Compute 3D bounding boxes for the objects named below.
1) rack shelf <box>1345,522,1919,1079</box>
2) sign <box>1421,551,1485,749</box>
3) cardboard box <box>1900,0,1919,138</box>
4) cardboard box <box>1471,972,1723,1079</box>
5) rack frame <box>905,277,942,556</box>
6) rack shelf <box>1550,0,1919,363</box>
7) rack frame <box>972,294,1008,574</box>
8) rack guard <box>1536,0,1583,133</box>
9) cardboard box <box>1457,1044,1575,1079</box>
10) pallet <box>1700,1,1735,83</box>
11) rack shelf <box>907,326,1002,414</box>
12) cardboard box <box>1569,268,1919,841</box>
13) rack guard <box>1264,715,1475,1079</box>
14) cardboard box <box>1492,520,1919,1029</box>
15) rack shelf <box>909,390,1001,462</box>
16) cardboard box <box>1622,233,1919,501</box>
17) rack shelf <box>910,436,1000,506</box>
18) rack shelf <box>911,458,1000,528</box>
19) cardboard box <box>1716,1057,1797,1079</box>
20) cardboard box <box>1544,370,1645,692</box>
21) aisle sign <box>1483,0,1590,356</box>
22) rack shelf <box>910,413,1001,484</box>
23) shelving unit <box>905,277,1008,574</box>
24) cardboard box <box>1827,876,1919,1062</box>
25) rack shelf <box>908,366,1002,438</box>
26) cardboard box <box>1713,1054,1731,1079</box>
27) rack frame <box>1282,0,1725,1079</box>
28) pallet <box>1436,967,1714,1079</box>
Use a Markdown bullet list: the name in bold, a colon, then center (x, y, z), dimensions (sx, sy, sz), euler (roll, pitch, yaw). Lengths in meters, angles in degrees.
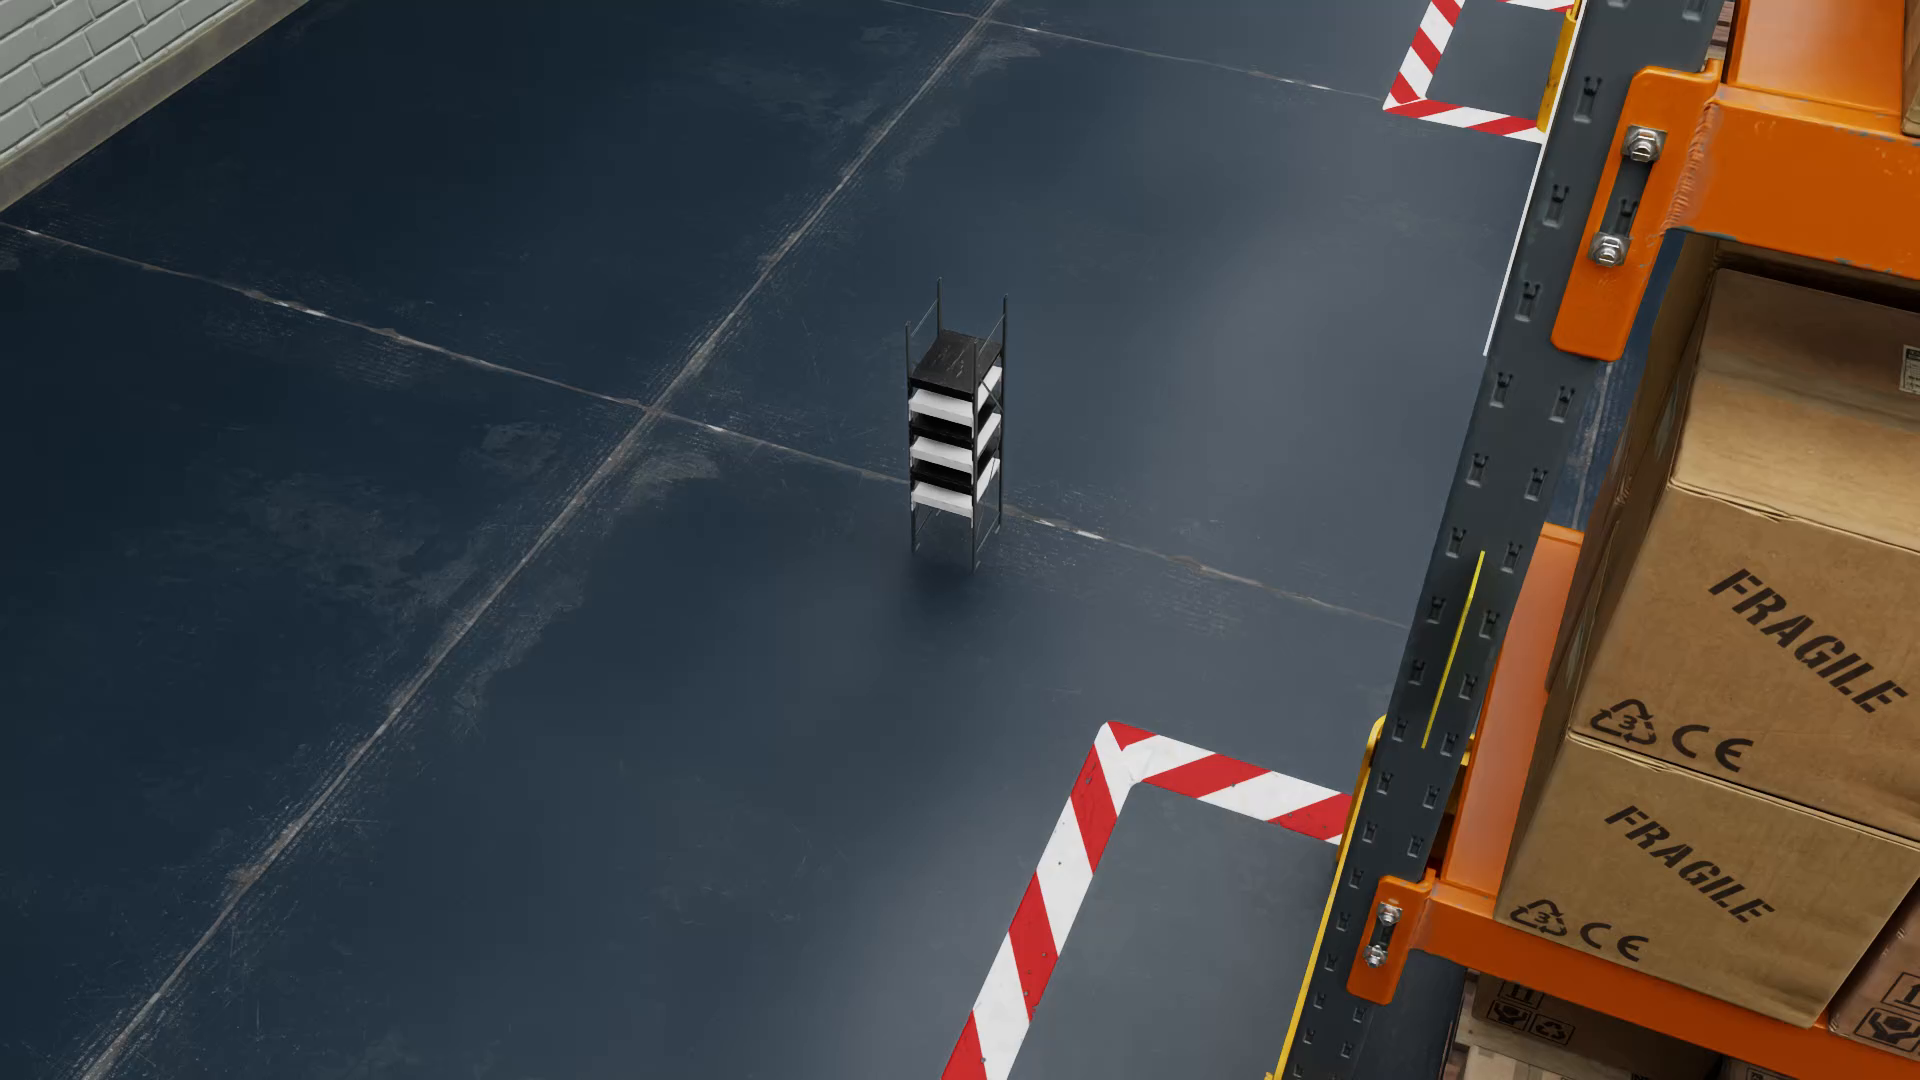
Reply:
- **rack shelf**: center (2.750, 0.910, 2.719), dimensions (4.000, 0.370, 1.077), euler (16, 47, 16)
- **sign**: center (0.696, 0.159, 2.350), dimensions (0.005, 0.325, 0.100), euler (16, 47, 16)
- **cardboard box**: center (1.281, -0.593, 1.699), dimensions (0.500, 0.250, 0.500), euler (16, 47, 16)
- **cardboard box**: center (1.501, 0.830, 3.750), dimensions (0.500, 0.500, 0.500), euler (16, 47, 16)
- **rack frame**: center (-0.101, -0.349, 4.963), dimensions (0.006, 0.900, 0.240), euler (16, 47, 16)
- **rack shelf**: center (2.750, -0.153, 1.661), dimensions (4.000, 0.370, 1.077), euler (16, 47, 16)
- **rack frame**: center (0.086, -0.294, 4.907), dimensions (0.006, 0.900, 0.240), euler (16, 47, 16)
- **rack guard**: center (2.788, -2.223, 7.130), dimensions (0.348, 0.500, 1.175), euler (16, 47, 16)
- **cardboard box**: center (1.159, 1.304, 3.522), dimensions (0.250, 0.149, 0.380), euler (16, 47, 16)
- **pallet**: center (3.561, -1.874, 6.983), dimensions (1.213, 0.211, 1.003), euler (16, 47, 16)
- **rack shelf**: center (-0.007, -0.489, 4.768), dimensions (0.200, 0.077, 0.258), euler (16, 47, 16)
- **cardboard box**: center (1.213, 0.014, 2.329), dimensions (0.500, 0.500, 0.500), euler (18, 48, 17)
- **rack guard**: center (0.975, 1.019, 3.872), dimensions (0.348, 0.500, 1.175), euler (16, 47, 16)
- **cardboard box**: center (1.213, 0.369, 2.682), dimensions (0.500, 0.500, 0.500), euler (17, 47, 17)
- **rack shelf**: center (-0.007, -0.361, 4.895), dimensions (0.200, 0.077, 0.258), euler (16, 47, 16)
- **cardboard box**: center (1.421, -0.336, 2.681), dimensions (0.500, 0.500, 0.500), euler (16, 47, 15)
- **rack shelf**: center (-0.007, -0.234, 5.022), dimensions (0.200, 0.077, 0.258), euler (16, 47, 16)
- **rack shelf**: center (-0.007, -0.170, 5.085), dimensions (0.200, 0.077, 0.258), euler (16, 47, 16)
- **cardboard box**: center (1.759, 1.399, 3.355), dimensions (0.500, 0.250, 0.500), euler (16, 47, 16)
- **cardboard box**: center (1.423, 0.021, 3.031), dimensions (0.500, 0.500, 0.500), euler (18, 48, 17)
- **aisle sign**: center (0.729, -0.637, 1.920), dimensions (0.004, 0.787, 0.394), euler (16, 47, 16)
- **rack shelf**: center (-0.007, -0.298, 4.958), dimensions (0.200, 0.077, 0.258), euler (16, 47, 16)
- **shelving unit**: center (-0.007, -0.321, 4.935), dimensions (0.210, 0.900, 0.258), euler (16, 47, 16)
- **cardboard box**: center (1.691, 0.505, 2.544), dimensions (0.500, 0.500, 0.500), euler (16, 47, 15)
- **rack shelf**: center (-0.007, -0.425, 4.831), dimensions (0.200, 0.077, 0.258), euler (16, 47, 16)
- **cardboard box**: center (1.840, 1.116, 3.698), dimensions (0.250, 0.166, 0.380), euler (16, 47, 16)
- **rack frame**: center (0.905, 0.112, 3.011), dimensions (0.127, 3.000, 1.000), euler (16, 47, 16)
- **pallet**: center (1.711, 1.337, 3.757), dimensions (1.213, 0.211, 1.003), euler (16, 47, 16)
